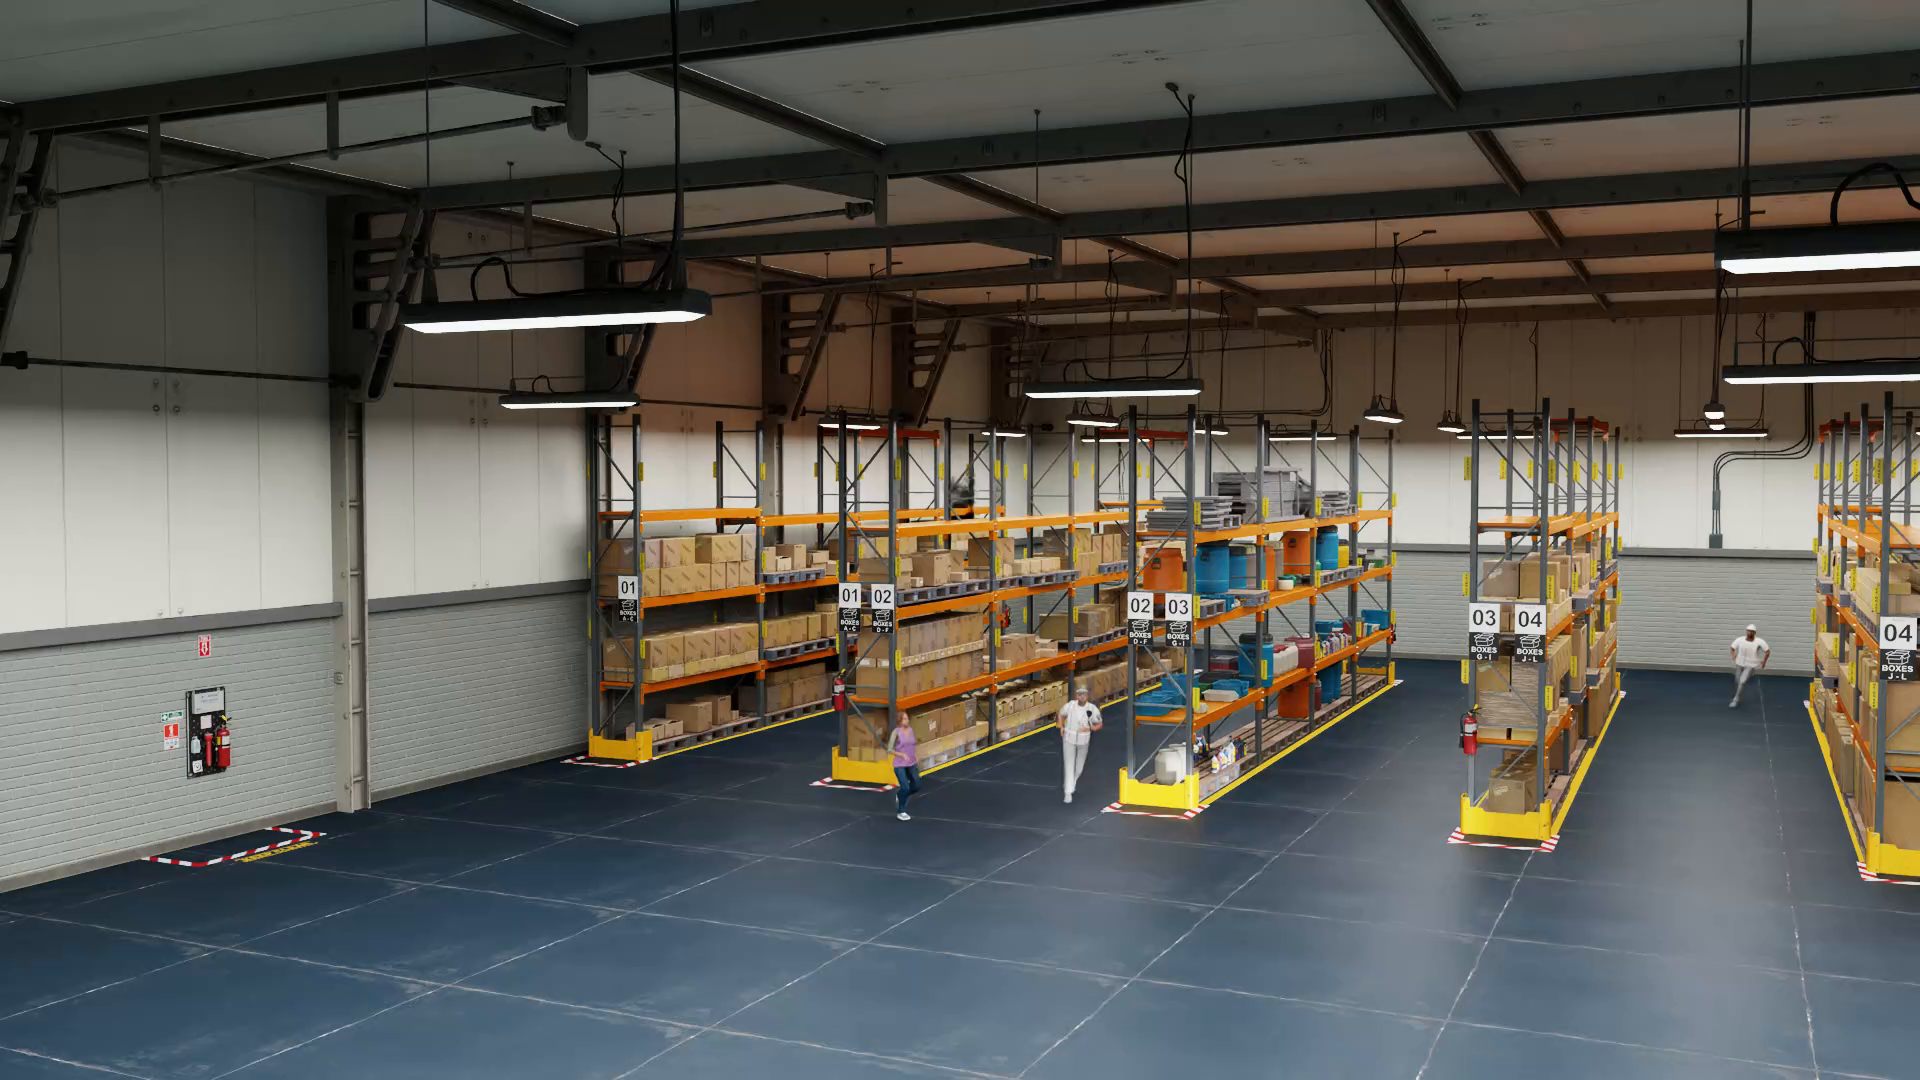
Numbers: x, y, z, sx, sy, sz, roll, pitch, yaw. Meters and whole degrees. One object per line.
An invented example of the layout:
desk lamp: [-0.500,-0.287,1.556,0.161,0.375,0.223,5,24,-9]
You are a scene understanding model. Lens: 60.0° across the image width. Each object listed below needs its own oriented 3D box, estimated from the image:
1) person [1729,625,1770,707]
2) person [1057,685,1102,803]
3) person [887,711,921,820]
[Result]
person: [16.726,2.664,35.356,0.761,1.737,0.970,2,3,44]
person: [1.834,3.097,25.505,0.694,1.792,0.888,0,2,4]
person: [-0.785,3.239,23.871,0.529,1.554,0.551,-2,3,-37]
